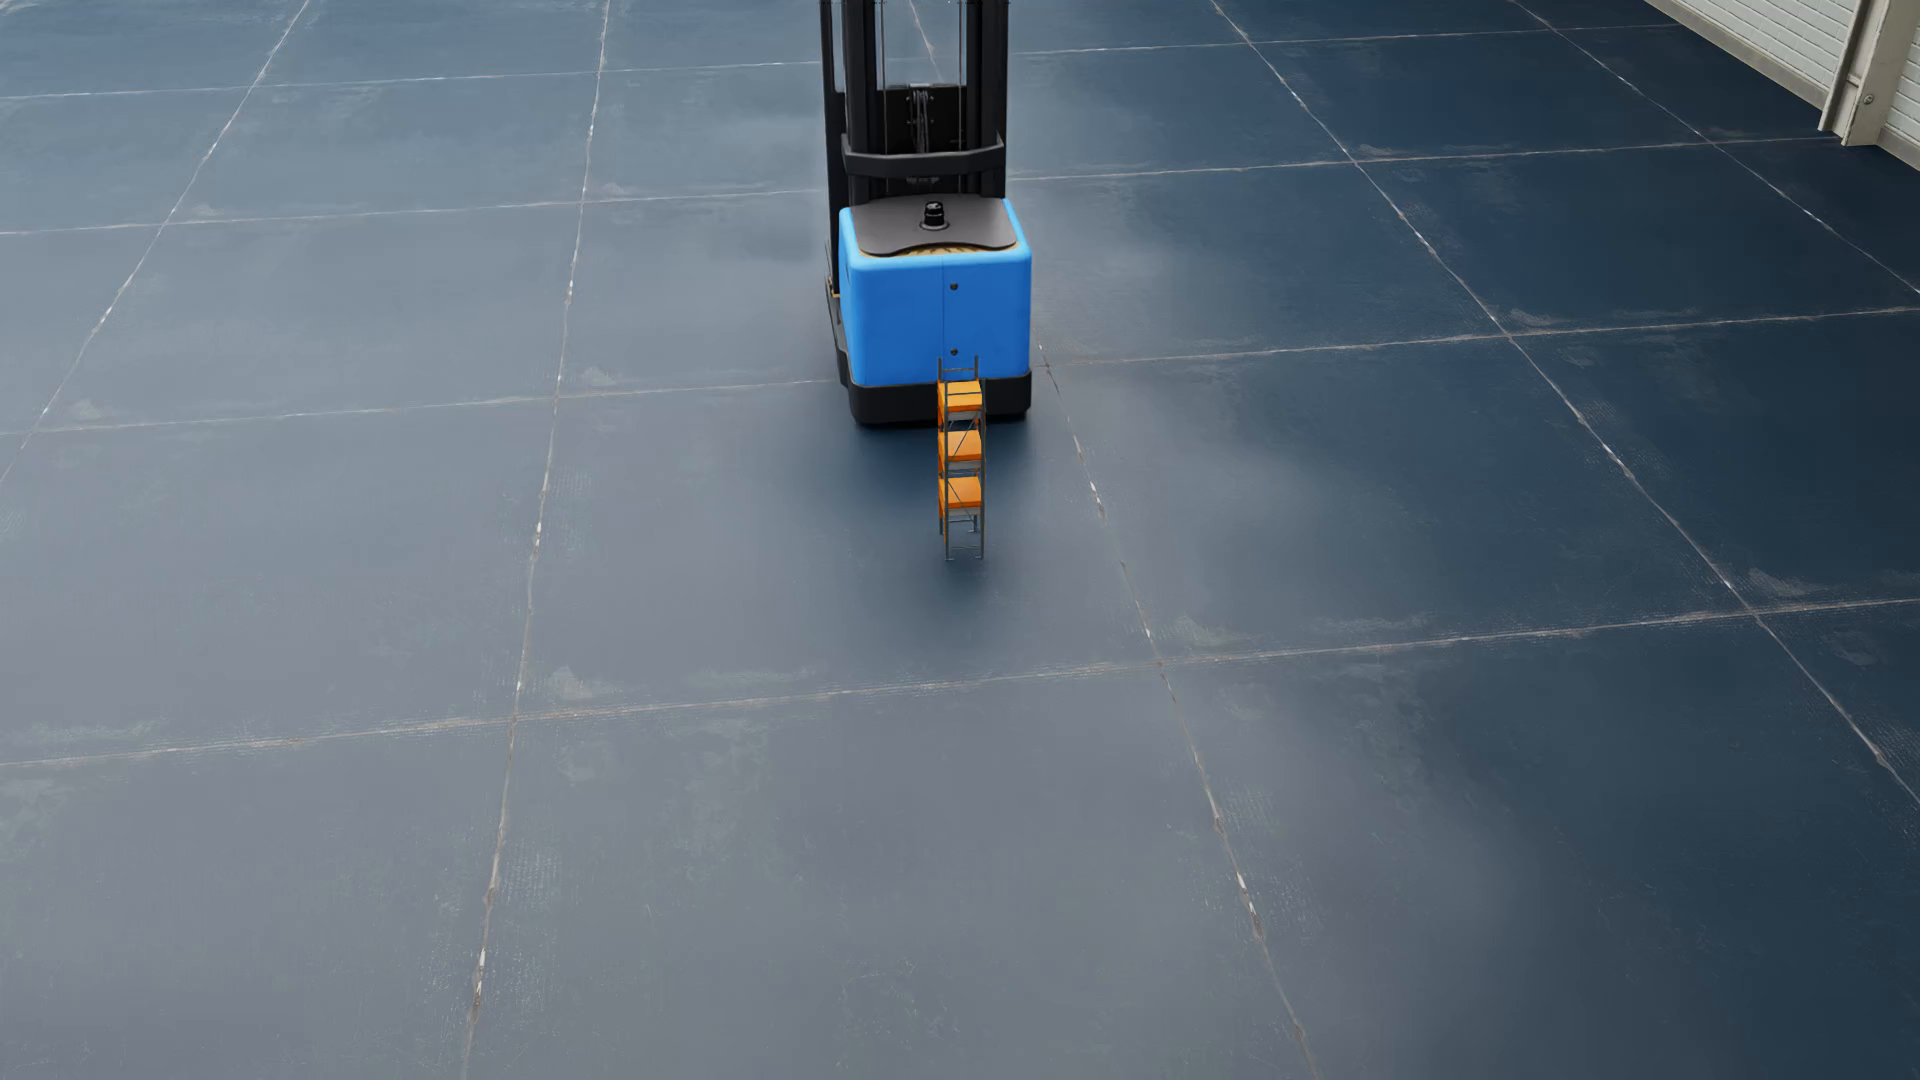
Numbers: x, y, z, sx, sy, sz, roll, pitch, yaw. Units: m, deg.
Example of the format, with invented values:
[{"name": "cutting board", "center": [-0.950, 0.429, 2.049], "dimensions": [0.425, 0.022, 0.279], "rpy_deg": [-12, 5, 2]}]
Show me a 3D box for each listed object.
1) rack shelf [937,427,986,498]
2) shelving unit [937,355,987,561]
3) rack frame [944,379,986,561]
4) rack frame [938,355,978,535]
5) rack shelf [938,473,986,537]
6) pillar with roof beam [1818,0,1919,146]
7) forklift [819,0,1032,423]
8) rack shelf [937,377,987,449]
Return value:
[{"name": "rack shelf", "center": [0.007, -0.395, 8.416], "dimensions": [0.215, 0.259, 0.240], "rpy_deg": [-4, 35, -6]}, {"name": "shelving unit", "center": [0.007, -0.404, 8.411], "dimensions": [0.215, 1.050, 0.252], "rpy_deg": [-4, 35, -6]}, {"name": "rack frame", "center": [0.024, -0.336, 8.311], "dimensions": [0.200, 1.050, 0.008], "rpy_deg": [-4, 35, -6]}, {"name": "rack frame", "center": [-0.009, -0.472, 8.510], "dimensions": [0.200, 1.050, 0.008], "rpy_deg": [-4, 35, -6]}, {"name": "rack shelf", "center": [0.007, -0.166, 8.573], "dimensions": [0.215, 0.259, 0.240], "rpy_deg": [-4, 35, -6]}, {"name": "pillar with roof beam", "center": [2.996, -6.693, 10.581], "dimensions": [9.100, 9.000, 0.400], "rpy_deg": [-4, 35, -6]}, {"name": "forklift", "center": [-0.299, -2.702, 10.112], "dimensions": [1.130, 2.935, 3.031], "rpy_deg": [-4, 35, -7]}, {"name": "rack shelf", "center": [0.007, -0.630, 8.257], "dimensions": [0.215, 0.259, 0.240], "rpy_deg": [-4, 35, -6]}]
